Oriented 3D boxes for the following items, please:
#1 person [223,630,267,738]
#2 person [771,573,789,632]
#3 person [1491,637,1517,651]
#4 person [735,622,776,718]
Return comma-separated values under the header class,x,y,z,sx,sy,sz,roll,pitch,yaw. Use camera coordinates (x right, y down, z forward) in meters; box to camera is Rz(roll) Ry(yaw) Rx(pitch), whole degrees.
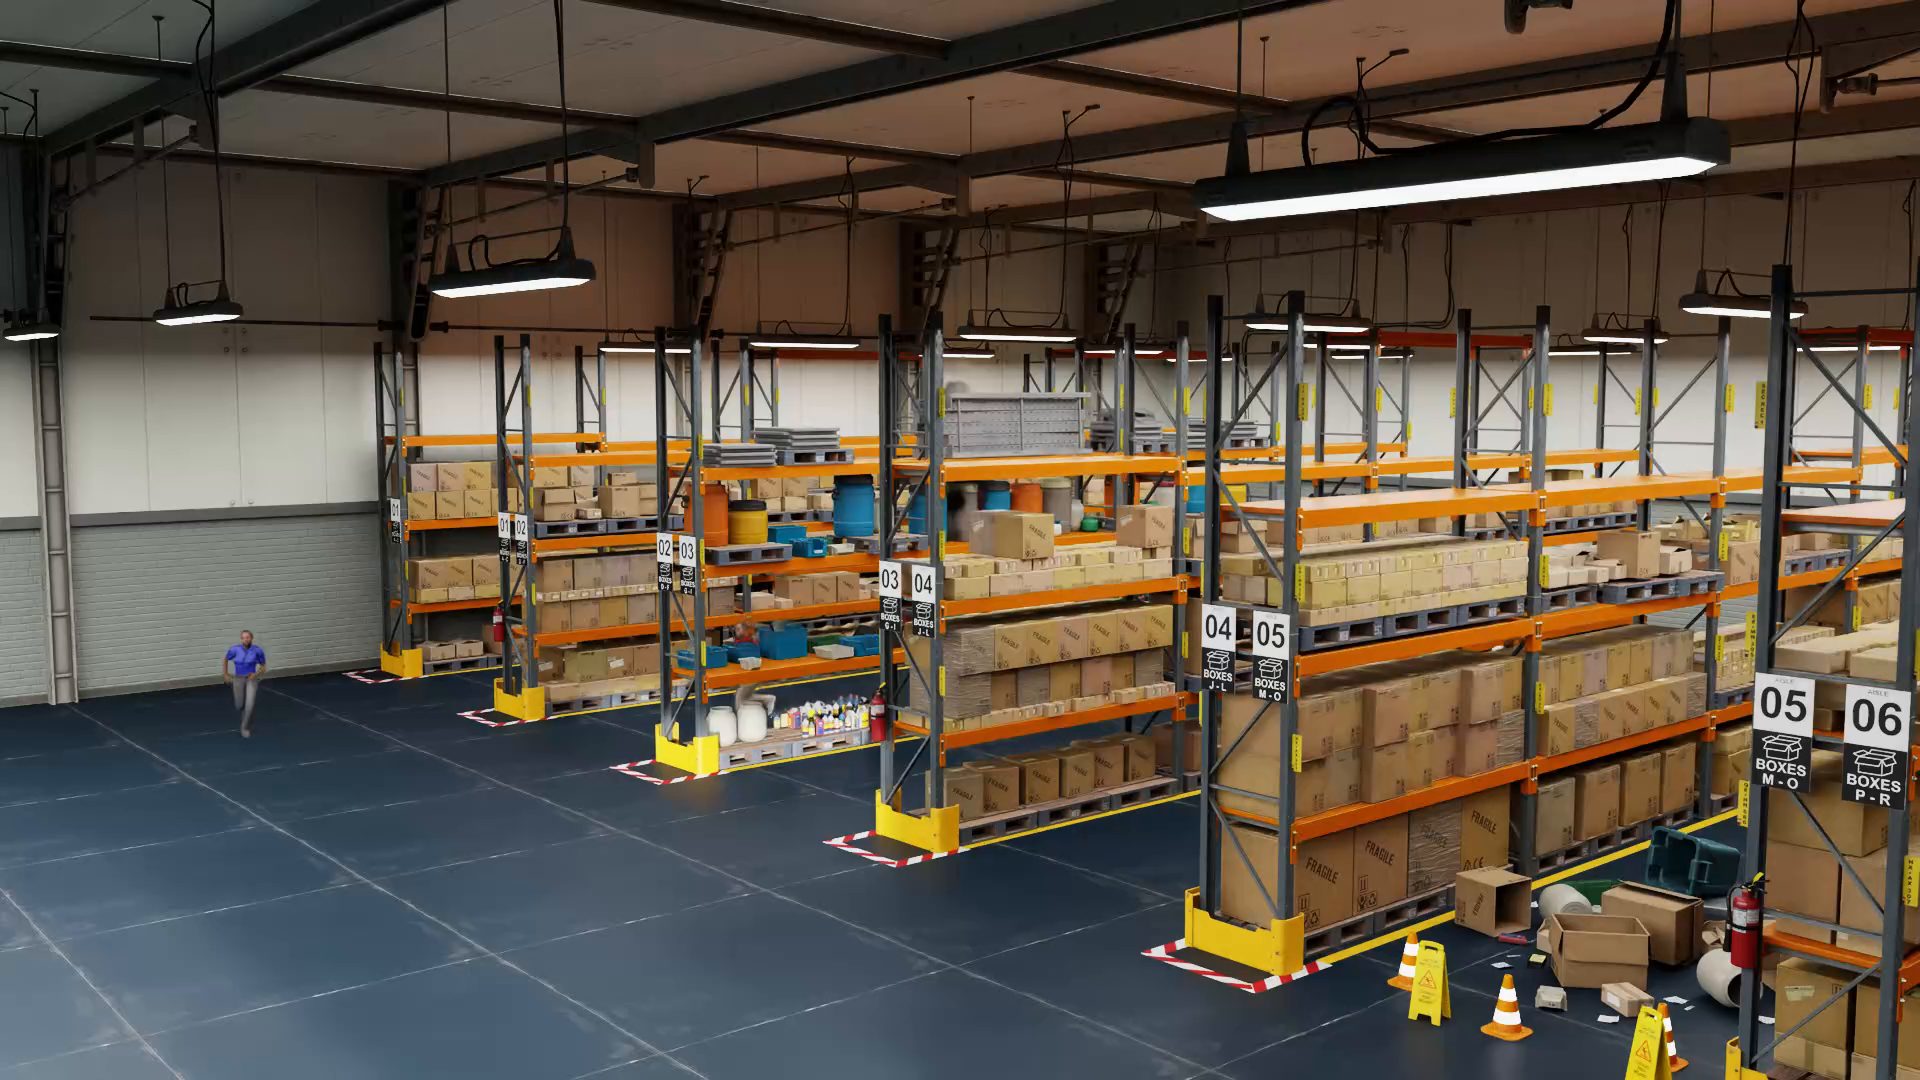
class,x,y,z,sx,sy,sz,roll,pitch,yaw
person,-10.649,2.133,24.779,0.612,1.610,0.659,-2,6,-19
person,-3.370,1.466,31.762,0.627,1.698,0.761,5,7,42
person,7.752,2.118,23.545,0.690,1.788,0.912,4,7,39
person,-3.137,2.071,25.108,0.863,1.719,0.674,-4,7,-38
